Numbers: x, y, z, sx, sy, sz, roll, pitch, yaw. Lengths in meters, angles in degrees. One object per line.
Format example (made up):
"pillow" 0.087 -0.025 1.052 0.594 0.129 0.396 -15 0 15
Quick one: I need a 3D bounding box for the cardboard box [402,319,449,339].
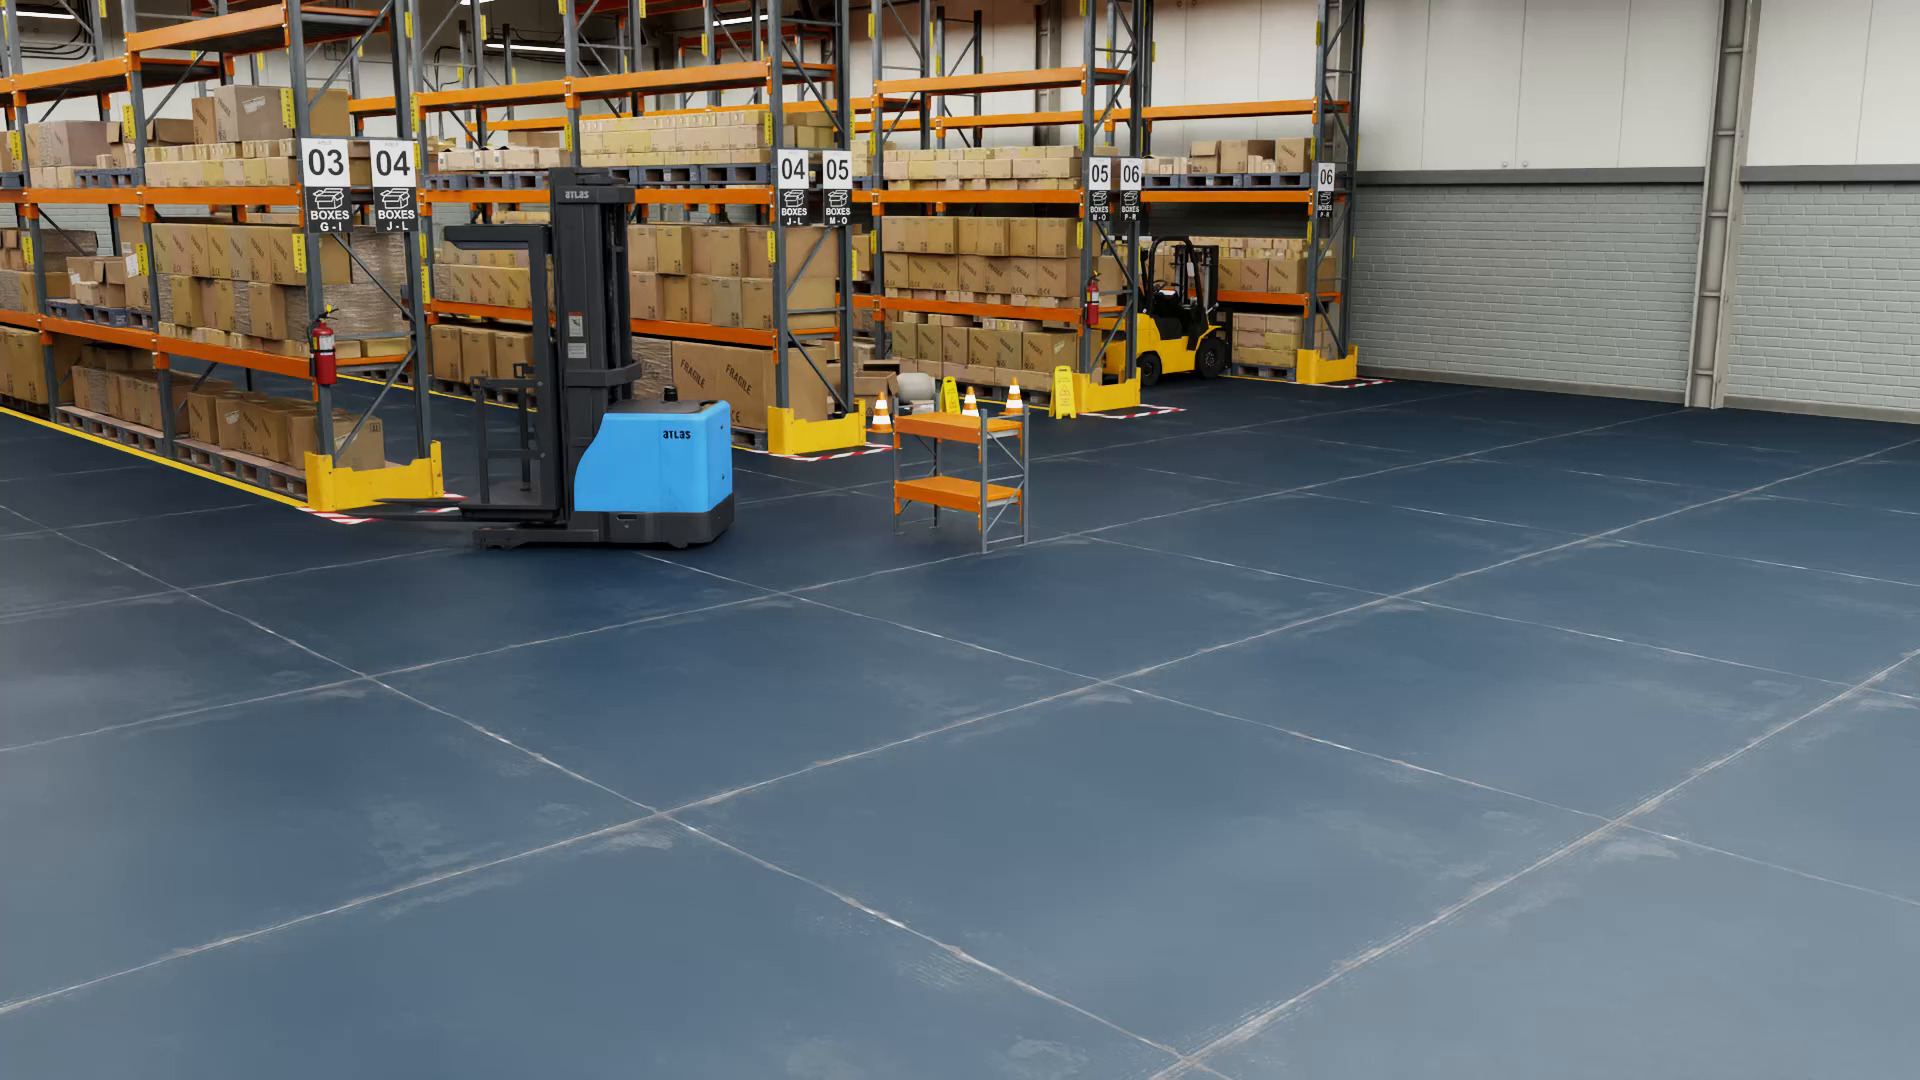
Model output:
"cardboard box" -7.770 -3.063 24.143 0.500 0.250 0.500 11 16 44

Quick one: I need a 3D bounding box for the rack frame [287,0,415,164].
"rack frame" -5.241 -4.746 14.146 1.000 3.000 0.127 -11 16 -43

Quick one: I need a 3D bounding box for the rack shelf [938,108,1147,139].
"rack shelf" 1.371 -7.146 28.572 1.077 0.370 4.000 -11 16 -43

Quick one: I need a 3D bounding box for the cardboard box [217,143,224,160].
"cardboard box" -6.707 -3.633 15.561 0.250 0.149 0.380 11 16 42

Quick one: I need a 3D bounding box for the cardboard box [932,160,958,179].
"cardboard box" -0.030 -5.062 22.750 0.500 0.250 0.500 -11 16 -42

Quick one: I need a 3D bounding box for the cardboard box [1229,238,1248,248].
"cardboard box" 4.343 -4.551 25.477 0.380 0.149 0.250 -10 16 -41

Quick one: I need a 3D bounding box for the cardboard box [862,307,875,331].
"cardboard box" -1.532 -4.285 31.931 0.500 0.500 0.500 11 16 43

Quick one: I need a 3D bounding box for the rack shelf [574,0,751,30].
"rack shelf" -4.979 -8.862 27.670 1.077 0.370 4.000 -11 16 -43

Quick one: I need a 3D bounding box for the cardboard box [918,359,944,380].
"cardboard box" -0.247 -2.431 23.552 0.500 0.250 0.500 -10 15 -39

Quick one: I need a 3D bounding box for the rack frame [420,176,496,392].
"rack frame" -7.108 -3.651 23.701 1.000 3.000 0.127 -11 16 -43

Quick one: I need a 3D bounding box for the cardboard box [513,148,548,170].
"cardboard box" -5.358 -4.868 21.254 0.500 0.250 0.500 -11 16 -43

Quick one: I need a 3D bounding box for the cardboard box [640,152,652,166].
"cardboard box" -3.459 -4.382 19.149 0.380 0.149 0.250 -11 16 -43

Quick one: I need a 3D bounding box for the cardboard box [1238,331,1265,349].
"cardboard box" 4.613 -3.087 25.495 0.500 0.250 0.500 -11 16 -43

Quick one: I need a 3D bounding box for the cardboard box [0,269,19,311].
"cardboard box" -11.986 -3.210 21.313 0.500 0.500 0.500 11 16 43

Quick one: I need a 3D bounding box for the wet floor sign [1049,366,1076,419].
"wet floor sign" 1.284 -1.859 20.833 0.267 0.644 0.232 -5 13 -23

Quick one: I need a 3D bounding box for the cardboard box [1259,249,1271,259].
"cardboard box" 4.739 -4.339 25.181 0.380 0.149 0.250 -11 16 -42

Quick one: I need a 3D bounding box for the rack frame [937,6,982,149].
"rack frame" -0.010 -7.987 29.876 1.000 3.000 0.127 -11 16 -43

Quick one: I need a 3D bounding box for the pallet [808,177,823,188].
"pallet" -1.903 -5.405 25.246 1.213 0.211 1.003 -11 16 -43

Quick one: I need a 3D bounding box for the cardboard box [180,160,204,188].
"cardboard box" -7.173 -3.535 16.075 0.500 0.250 0.500 11 16 43

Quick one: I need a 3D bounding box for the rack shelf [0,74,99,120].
"rack shelf" -12.147 -5.657 21.342 1.077 0.370 4.000 -11 16 -43

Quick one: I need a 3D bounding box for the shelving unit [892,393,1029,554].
"shelving unit" -0.005 -0.552 13.303 0.538 1.125 1.048 -11 16 -43

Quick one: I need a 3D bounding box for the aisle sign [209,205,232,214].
"aisle sign" -12.900 -6.061 28.955 0.394 0.787 0.004 -11 16 -43

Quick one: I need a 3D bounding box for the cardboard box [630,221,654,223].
"cardboard box" -5.548 -5.230 28.639 0.500 0.500 0.500 11 16 44

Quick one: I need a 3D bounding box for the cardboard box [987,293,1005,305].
"cardboard box" 0.580 -3.267 22.458 0.380 0.149 0.250 -11 16 -43

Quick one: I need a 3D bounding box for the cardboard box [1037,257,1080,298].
"cardboard box" 1.353 -3.424 21.612 0.500 0.500 0.500 -11 16 -44

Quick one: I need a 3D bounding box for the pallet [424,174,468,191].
"pallet" -6.625 -4.942 22.998 1.213 0.211 1.003 -10 15 -40

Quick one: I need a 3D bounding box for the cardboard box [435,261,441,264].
"cardboard box" -7.486 -4.018 24.323 0.380 0.149 0.250 -10 15 -40

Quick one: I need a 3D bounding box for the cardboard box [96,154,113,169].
"cardboard box" -9.370 -4.211 18.524 0.250 0.166 0.380 11 16 44

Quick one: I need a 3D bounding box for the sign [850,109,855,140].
"sign" -1.178 -4.496 18.007 0.100 0.325 0.005 -11 16 -43

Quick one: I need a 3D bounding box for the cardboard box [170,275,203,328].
"cardboard box" -7.417 -2.434 16.806 0.875 0.500 0.500 -11 16 -43

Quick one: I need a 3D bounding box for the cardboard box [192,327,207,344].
"cardboard box" -7.394 -2.047 16.534 0.380 0.149 0.250 -11 16 -43

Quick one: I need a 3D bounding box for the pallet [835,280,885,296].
"pallet" -1.258 -3.810 24.947 1.003 0.211 1.213 -11 16 -43

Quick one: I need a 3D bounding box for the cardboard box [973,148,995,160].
"cardboard box" 0.396 -5.152 22.200 0.380 0.149 0.250 -10 16 -41

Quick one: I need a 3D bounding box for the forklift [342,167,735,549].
"forklift" -3.418 -1.468 13.272 3.031 2.935 1.130 1 12 4

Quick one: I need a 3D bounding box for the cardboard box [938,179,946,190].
"cardboard box" -0.086 -4.889 22.898 0.250 0.149 0.380 11 16 43

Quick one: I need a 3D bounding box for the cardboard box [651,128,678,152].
"cardboard box" -3.162 -4.533 18.891 0.500 0.250 0.500 -11 16 -42

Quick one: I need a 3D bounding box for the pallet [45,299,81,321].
"pallet" -10.196 -2.792 20.005 1.213 0.211 1.003 -11 16 -43

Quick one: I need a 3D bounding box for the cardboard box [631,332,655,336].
"cardboard box" -3.962 -2.131 20.547 0.875 0.875 0.875 -11 16 -42

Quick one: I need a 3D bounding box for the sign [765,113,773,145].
"sign" -1.986 -4.274 17.293 0.100 0.325 0.005 -11 16 -43

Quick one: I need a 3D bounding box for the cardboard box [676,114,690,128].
"cardboard box" -2.939 -4.663 18.534 0.380 0.149 0.250 -11 16 -43

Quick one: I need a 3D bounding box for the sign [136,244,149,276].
"sign" -8.402 -2.881 17.090 0.100 0.325 0.005 -11 16 -43

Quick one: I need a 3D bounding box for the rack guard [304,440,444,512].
"rack guard" -5.293 -0.594 15.057 1.175 0.500 0.348 -11 16 -43

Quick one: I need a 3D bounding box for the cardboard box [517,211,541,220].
"cardboard box" -8.037 -6.057 31.046 0.250 0.149 0.380 11 16 44

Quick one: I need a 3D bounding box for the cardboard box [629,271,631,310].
"cardboard box" -3.686 -3.012 20.225 0.875 0.550 0.550 -11 16 -43

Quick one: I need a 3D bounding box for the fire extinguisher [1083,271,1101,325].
"fire extinguisher" 1.673 -3.070 21.069 0.296 0.674 0.183 -11 16 -43

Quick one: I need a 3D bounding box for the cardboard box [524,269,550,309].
"cardboard box" -5.249 -3.229 21.405 0.500 0.500 0.500 -11 16 -43

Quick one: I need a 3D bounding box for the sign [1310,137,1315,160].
"sign" 5.112 -5.671 24.073 0.100 0.325 0.005 -11 16 -43

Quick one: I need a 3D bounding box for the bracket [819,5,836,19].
"bracket" -2.572 -10.450 32.915 0.235 0.232 0.430 -11 16 -43

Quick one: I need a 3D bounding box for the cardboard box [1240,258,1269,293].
"cardboard box" 4.633 -4.042 25.349 0.500 0.500 0.500 -10 15 -41

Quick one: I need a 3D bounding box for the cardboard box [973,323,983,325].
"cardboard box" 0.473 -2.801 23.490 0.500 0.500 0.500 -10 15 -40

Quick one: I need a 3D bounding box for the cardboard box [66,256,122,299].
"cardboard box" -10.364 -3.156 20.010 0.500 0.500 0.500 9 15 38

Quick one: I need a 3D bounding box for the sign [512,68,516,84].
"sign" -8.720 -9.032 32.437 0.100 0.325 0.005 -11 16 -43
